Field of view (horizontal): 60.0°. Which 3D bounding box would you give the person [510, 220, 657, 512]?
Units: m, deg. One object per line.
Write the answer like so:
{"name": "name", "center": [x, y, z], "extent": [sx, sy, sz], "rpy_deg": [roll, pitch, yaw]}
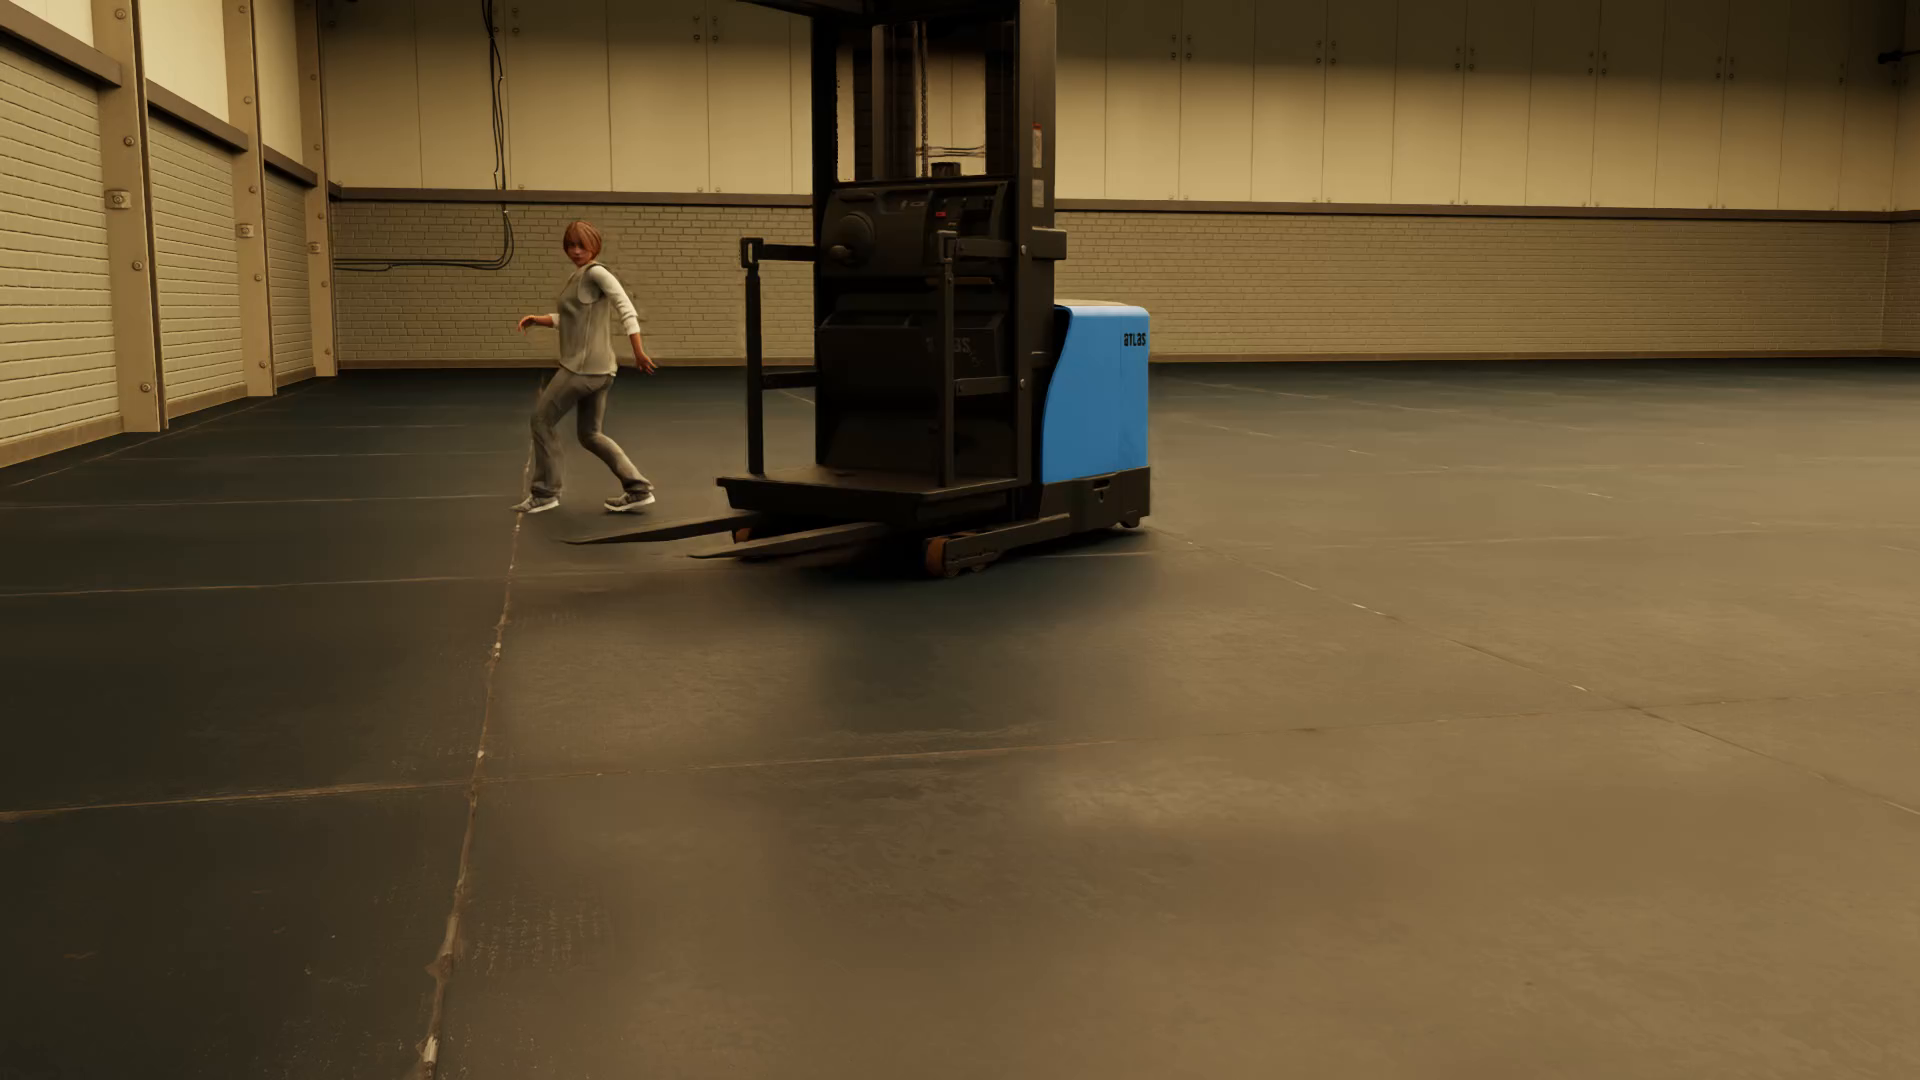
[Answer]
{"name": "person", "center": [-1.971, -0.884, 8.669], "extent": [0.839, 1.540, 0.428], "rpy_deg": [0, 8, 1]}

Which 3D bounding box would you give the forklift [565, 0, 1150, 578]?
{"name": "forklift", "center": [-0.320, -1.373, 6.942], "extent": [1.130, 2.935, 3.031], "rpy_deg": [5, 10, 33]}
